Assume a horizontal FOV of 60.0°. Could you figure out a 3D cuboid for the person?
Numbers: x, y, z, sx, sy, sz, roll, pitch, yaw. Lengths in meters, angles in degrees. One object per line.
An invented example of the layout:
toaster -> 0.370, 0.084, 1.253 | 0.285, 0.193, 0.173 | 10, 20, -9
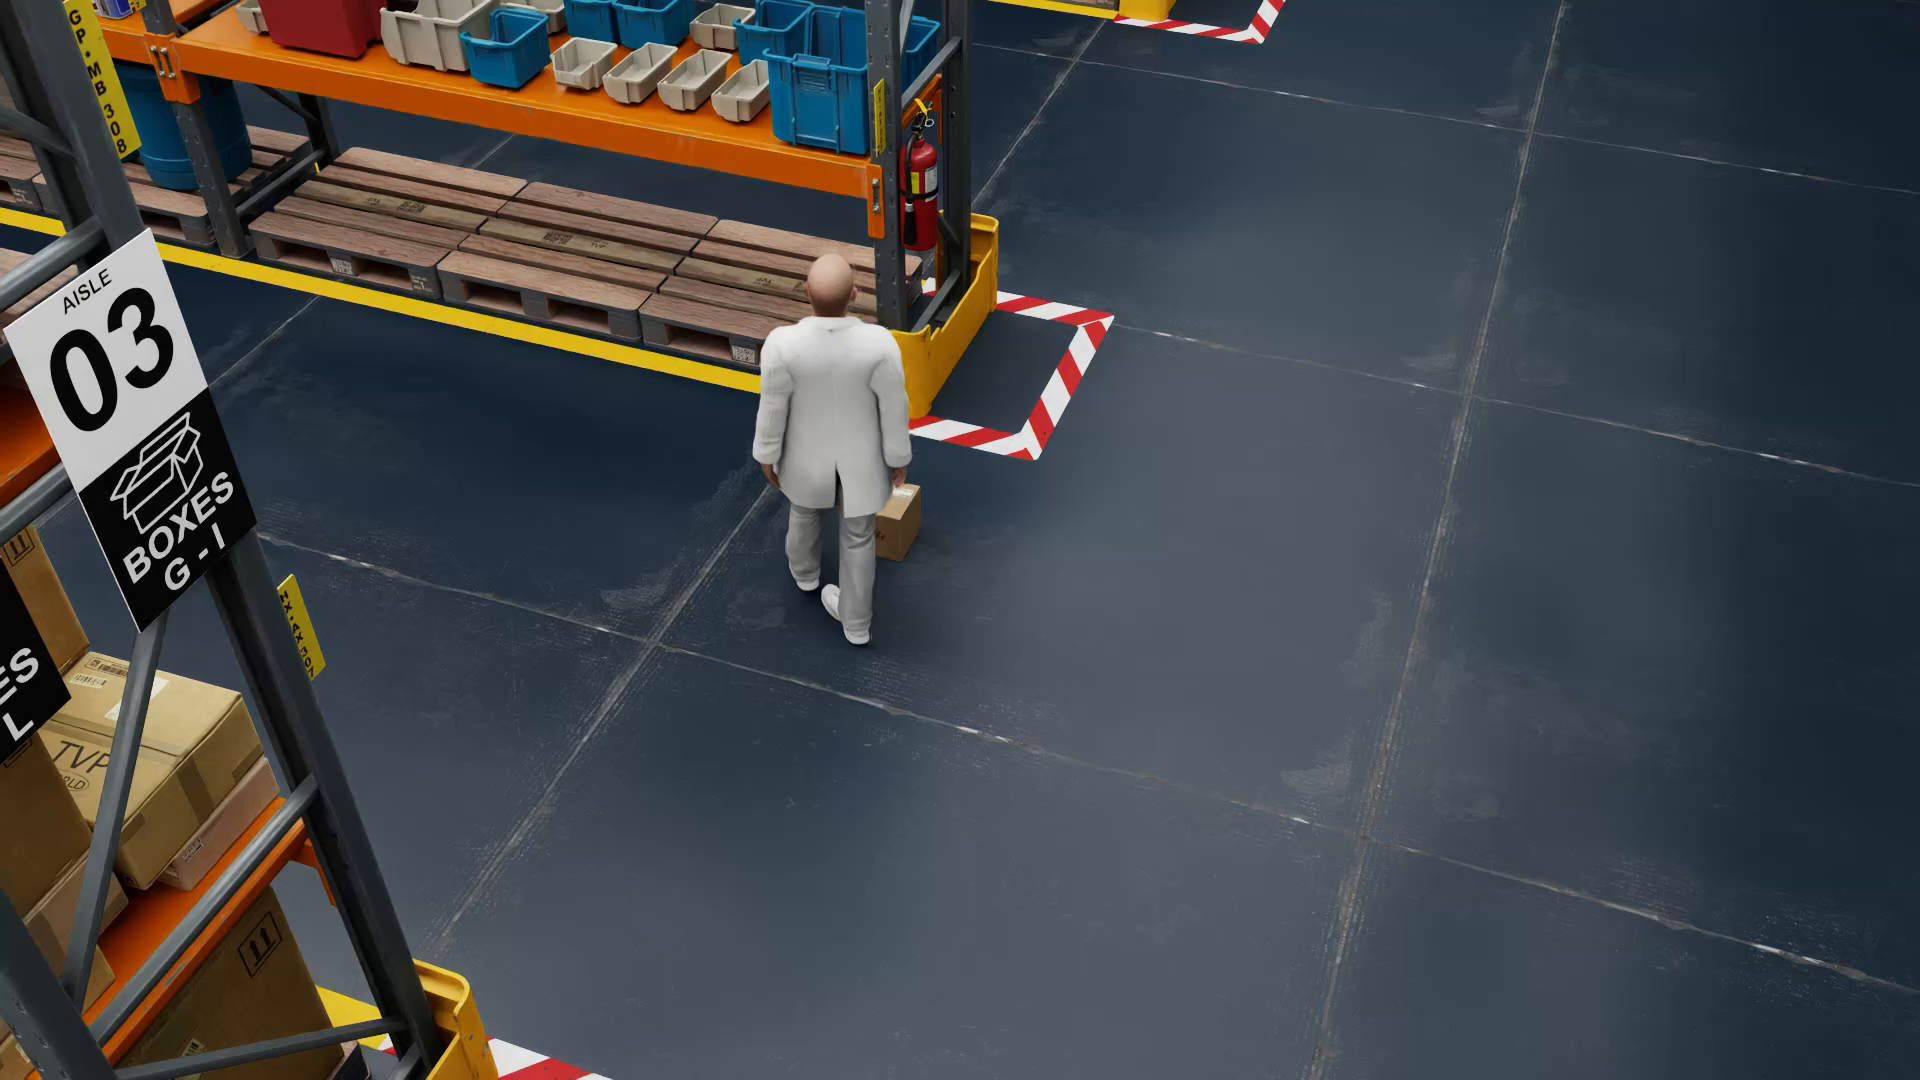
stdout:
person -> -0.510, -0.444, 6.669 | 0.625, 1.778, 0.702 | -2, 41, -2
